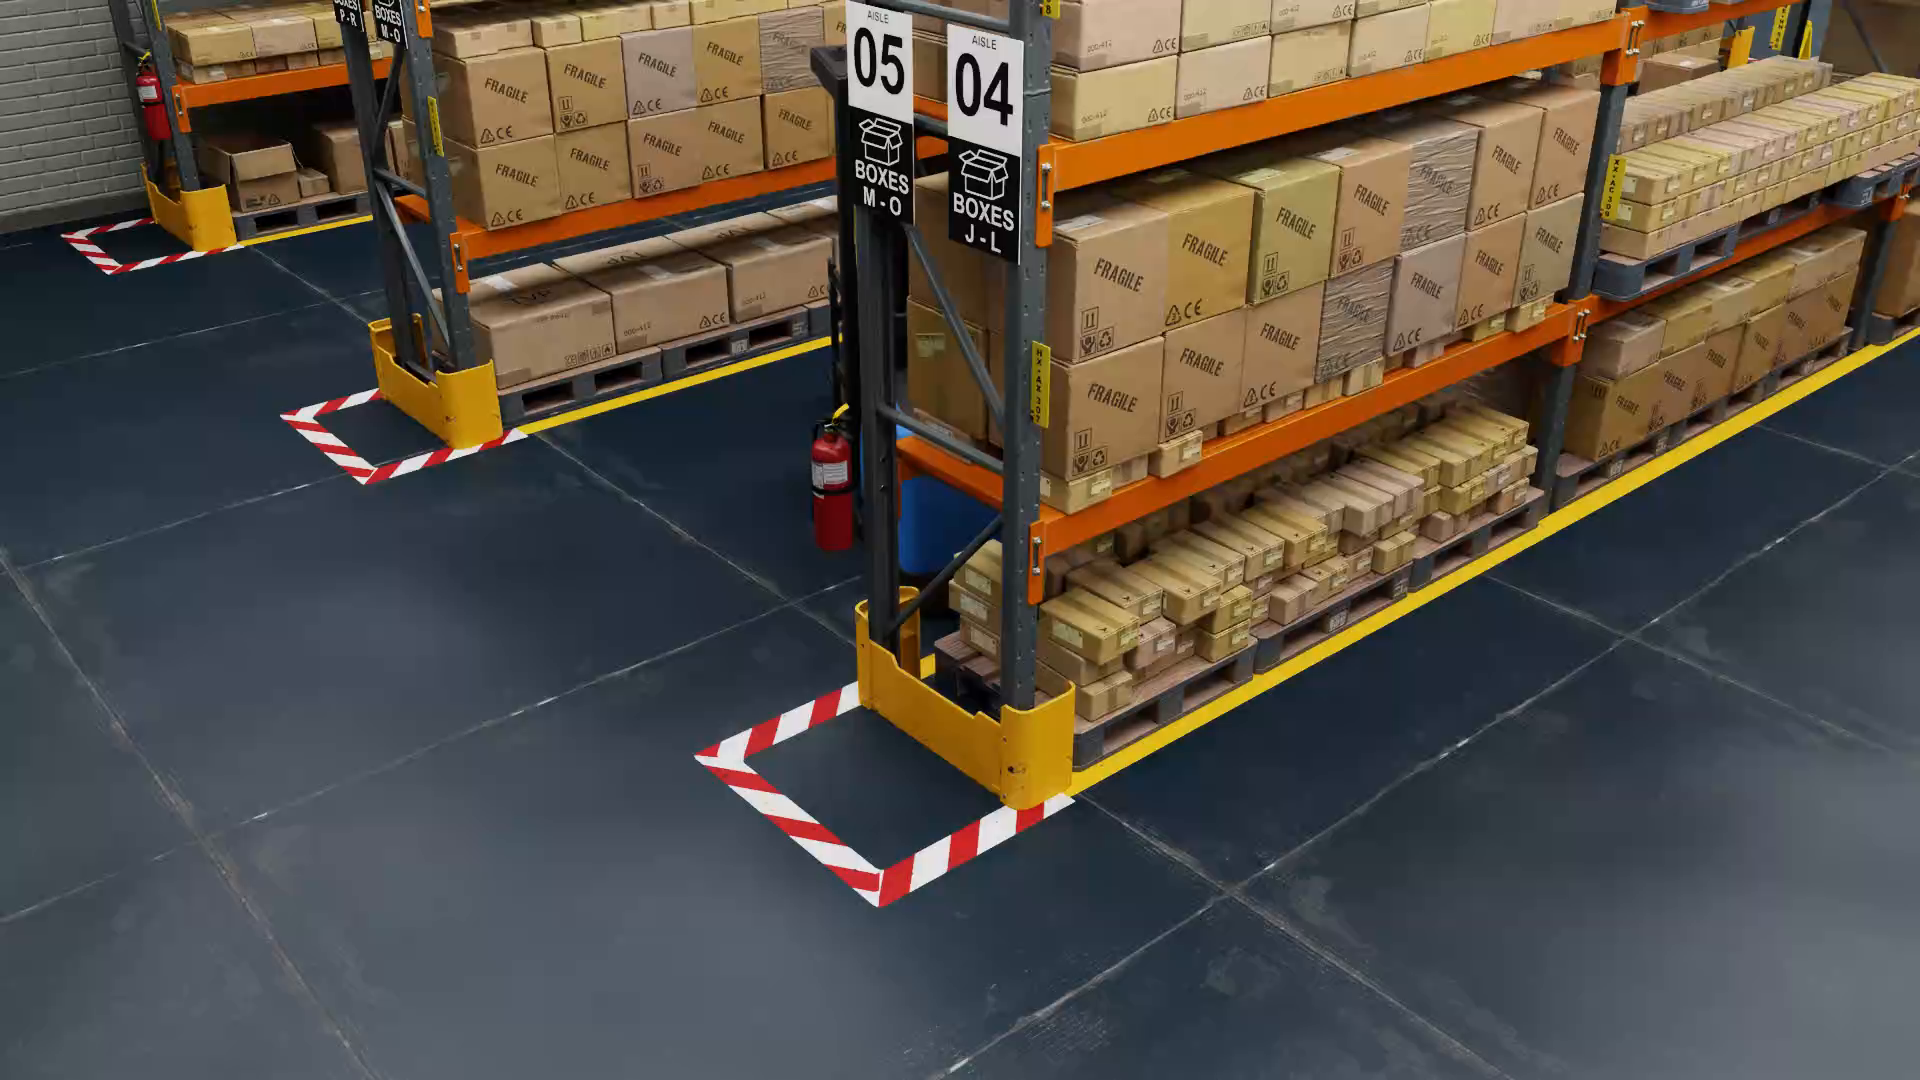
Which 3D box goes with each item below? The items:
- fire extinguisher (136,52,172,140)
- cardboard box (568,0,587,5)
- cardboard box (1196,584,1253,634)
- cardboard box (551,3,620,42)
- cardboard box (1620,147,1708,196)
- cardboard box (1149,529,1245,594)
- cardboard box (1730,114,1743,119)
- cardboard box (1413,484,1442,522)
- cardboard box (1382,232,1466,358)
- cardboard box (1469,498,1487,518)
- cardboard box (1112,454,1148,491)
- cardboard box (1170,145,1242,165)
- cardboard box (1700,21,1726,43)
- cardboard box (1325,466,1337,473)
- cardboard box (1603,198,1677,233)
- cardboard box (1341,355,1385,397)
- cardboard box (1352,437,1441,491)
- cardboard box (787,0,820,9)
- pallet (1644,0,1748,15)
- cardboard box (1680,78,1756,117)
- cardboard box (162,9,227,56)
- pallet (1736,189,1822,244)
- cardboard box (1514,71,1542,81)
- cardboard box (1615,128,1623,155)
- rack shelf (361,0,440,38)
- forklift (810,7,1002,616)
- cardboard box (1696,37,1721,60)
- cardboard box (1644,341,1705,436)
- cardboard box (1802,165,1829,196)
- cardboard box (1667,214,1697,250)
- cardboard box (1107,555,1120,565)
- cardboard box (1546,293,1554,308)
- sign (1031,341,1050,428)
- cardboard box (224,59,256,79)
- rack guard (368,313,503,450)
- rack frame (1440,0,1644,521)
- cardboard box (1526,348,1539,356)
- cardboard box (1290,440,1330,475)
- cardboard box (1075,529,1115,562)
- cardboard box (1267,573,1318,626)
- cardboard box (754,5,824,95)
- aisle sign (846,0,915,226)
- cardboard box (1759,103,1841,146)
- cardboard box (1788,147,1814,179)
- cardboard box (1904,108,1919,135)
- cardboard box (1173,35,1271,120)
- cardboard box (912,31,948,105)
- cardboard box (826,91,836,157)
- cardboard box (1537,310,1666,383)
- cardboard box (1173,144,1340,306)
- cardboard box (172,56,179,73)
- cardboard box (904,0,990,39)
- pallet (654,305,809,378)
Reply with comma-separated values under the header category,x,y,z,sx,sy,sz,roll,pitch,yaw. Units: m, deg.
category,x,y,z,sx,sy,sz,roll,pitch,yaw
fire extinguisher,-6.380,-3.508,13.110,0.183,0.674,0.296,-22,35,-35
cardboard box,-2.418,-3.404,10.582,0.250,0.149,0.380,-22,35,-35
cardboard box,1.151,0.268,7.829,0.250,0.149,0.380,-21,34,-33
cardboard box,-2.280,-3.150,10.107,0.250,0.149,0.380,-23,36,-36
cardboard box,3.796,-1.998,8.997,0.250,0.149,0.380,-21,34,-34
cardboard box,1.107,0.112,7.805,0.250,0.149,0.380,-24,36,-37
cardboard box,4.747,-2.652,10.536,0.250,0.149,0.380,-22,35,-35
cardboard box,2.311,-0.250,8.799,0.250,0.149,0.380,-22,35,-34
cardboard box,2.030,-1.234,7.956,0.500,0.500,0.500,-22,35,-35
cardboard box,2.660,-0.255,9.123,0.250,0.149,0.380,-21,34,-34
cardboard box,0.572,-0.358,7.004,0.250,0.149,0.380,-20,34,-33
cardboard box,0.908,-1.558,7.500,0.500,0.500,0.500,-20,34,-33
cardboard box,8.388,-5.998,18.967,0.500,0.500,0.500,-22,35,-35
cardboard box,2.002,-0.403,9.085,0.250,0.149,0.380,-24,36,-37
cardboard box,3.588,-1.780,8.903,0.250,0.149,0.380,-21,35,-34
cardboard box,1.781,-0.832,7.891,0.250,0.149,0.380,-21,35,-34
cardboard box,2.286,-0.384,8.734,0.250,0.149,0.380,-21,34,-33
cardboard box,-1.143,-3.637,11.019,0.250,0.149,0.380,-22,35,-35
pallet,3.528,-3.009,8.715,1.003,0.211,1.213,-22,35,-35
cardboard box,4.756,-2.786,10.471,0.250,0.149,0.380,-20,34,-33
cardboard box,-6.390,-4.218,13.805,0.500,0.250,0.500,-21,34,-34
pallet,4.553,-2.137,10.270,1.213,0.211,1.003,-22,35,-35
cardboard box,5.388,-4.675,17.157,0.625,0.372,0.950,-21,35,-34
cardboard box,3.570,-2.309,9.578,0.250,0.149,0.380,-23,36,-36
rack shelf,-1.822,-3.756,10.677,4.000,0.370,1.077,-22,35,-35
forklift,-0.167,-1.587,9.110,1.130,2.935,3.031,-7,29,-13
cardboard box,8.370,-5.655,19.121,0.500,0.250,0.500,-22,35,-35
cardboard box,4.125,-0.995,10.135,0.500,0.500,0.500,-20,34,-33
cardboard box,4.976,-2.210,10.024,0.250,0.149,0.380,-21,34,-33
cardboard box,3.795,-1.735,9.136,0.250,0.149,0.380,-21,35,-34
cardboard box,0.557,0.123,8.101,0.250,0.149,0.380,-24,36,-37
cardboard box,2.924,-1.336,8.835,0.250,0.149,0.380,-22,35,-35
sign,0.299,-0.582,6.238,0.005,0.325,0.100,-22,35,-35
cardboard box,-5.976,-3.903,13.638,0.250,0.149,0.380,-21,35,-34
rack guard,-3.362,-1.029,10.645,0.348,0.500,1.175,-22,35,-35
rack frame,2.989,-1.618,9.096,0.127,3.000,1.000,-22,35,-35
cardboard box,3.392,-1.350,10.005,0.500,0.250,0.500,-23,36,-36
cardboard box,1.754,-0.483,8.919,0.250,0.149,0.380,-21,35,-34
cardboard box,0.528,-0.019,8.051,0.250,0.149,0.380,-23,36,-36
cardboard box,1.527,0.248,8.183,0.250,0.149,0.380,-24,36,-37
cardboard box,-1.253,-3.293,11.062,0.500,0.500,0.500,-21,35,-34
aisle sign,-0.304,-1.627,6.353,0.004,0.787,0.394,-22,35,-35
cardboard box,4.972,-2.470,9.879,0.250,0.149,0.380,-20,34,-33
cardboard box,4.776,-2.259,9.800,0.250,0.149,0.380,-23,36,-36
cardboard box,5.952,-2.733,10.688,0.250,0.149,0.380,-21,35,-34
cardboard box,0.857,-1.857,6.519,0.500,0.250,0.500,-21,34,-33
cardboard box,0.121,-1.886,6.573,0.500,0.250,0.500,-23,36,-36
cardboard box,-0.875,-3.014,11.601,0.500,0.500,0.500,-23,36,-36
cardboard box,3.723,-1.163,9.655,0.500,0.250,0.500,-24,36,-37
cardboard box,1.250,-1.361,7.132,0.500,0.500,0.500,-23,36,-36
cardboard box,-6.490,-4.004,13.827,0.250,0.149,0.380,-22,35,-35
cardboard box,0.132,-2.104,6.451,0.500,0.250,0.500,-23,36,-36
pallet,-1.858,-1.553,11.932,1.213,0.211,1.003,-22,35,-35
